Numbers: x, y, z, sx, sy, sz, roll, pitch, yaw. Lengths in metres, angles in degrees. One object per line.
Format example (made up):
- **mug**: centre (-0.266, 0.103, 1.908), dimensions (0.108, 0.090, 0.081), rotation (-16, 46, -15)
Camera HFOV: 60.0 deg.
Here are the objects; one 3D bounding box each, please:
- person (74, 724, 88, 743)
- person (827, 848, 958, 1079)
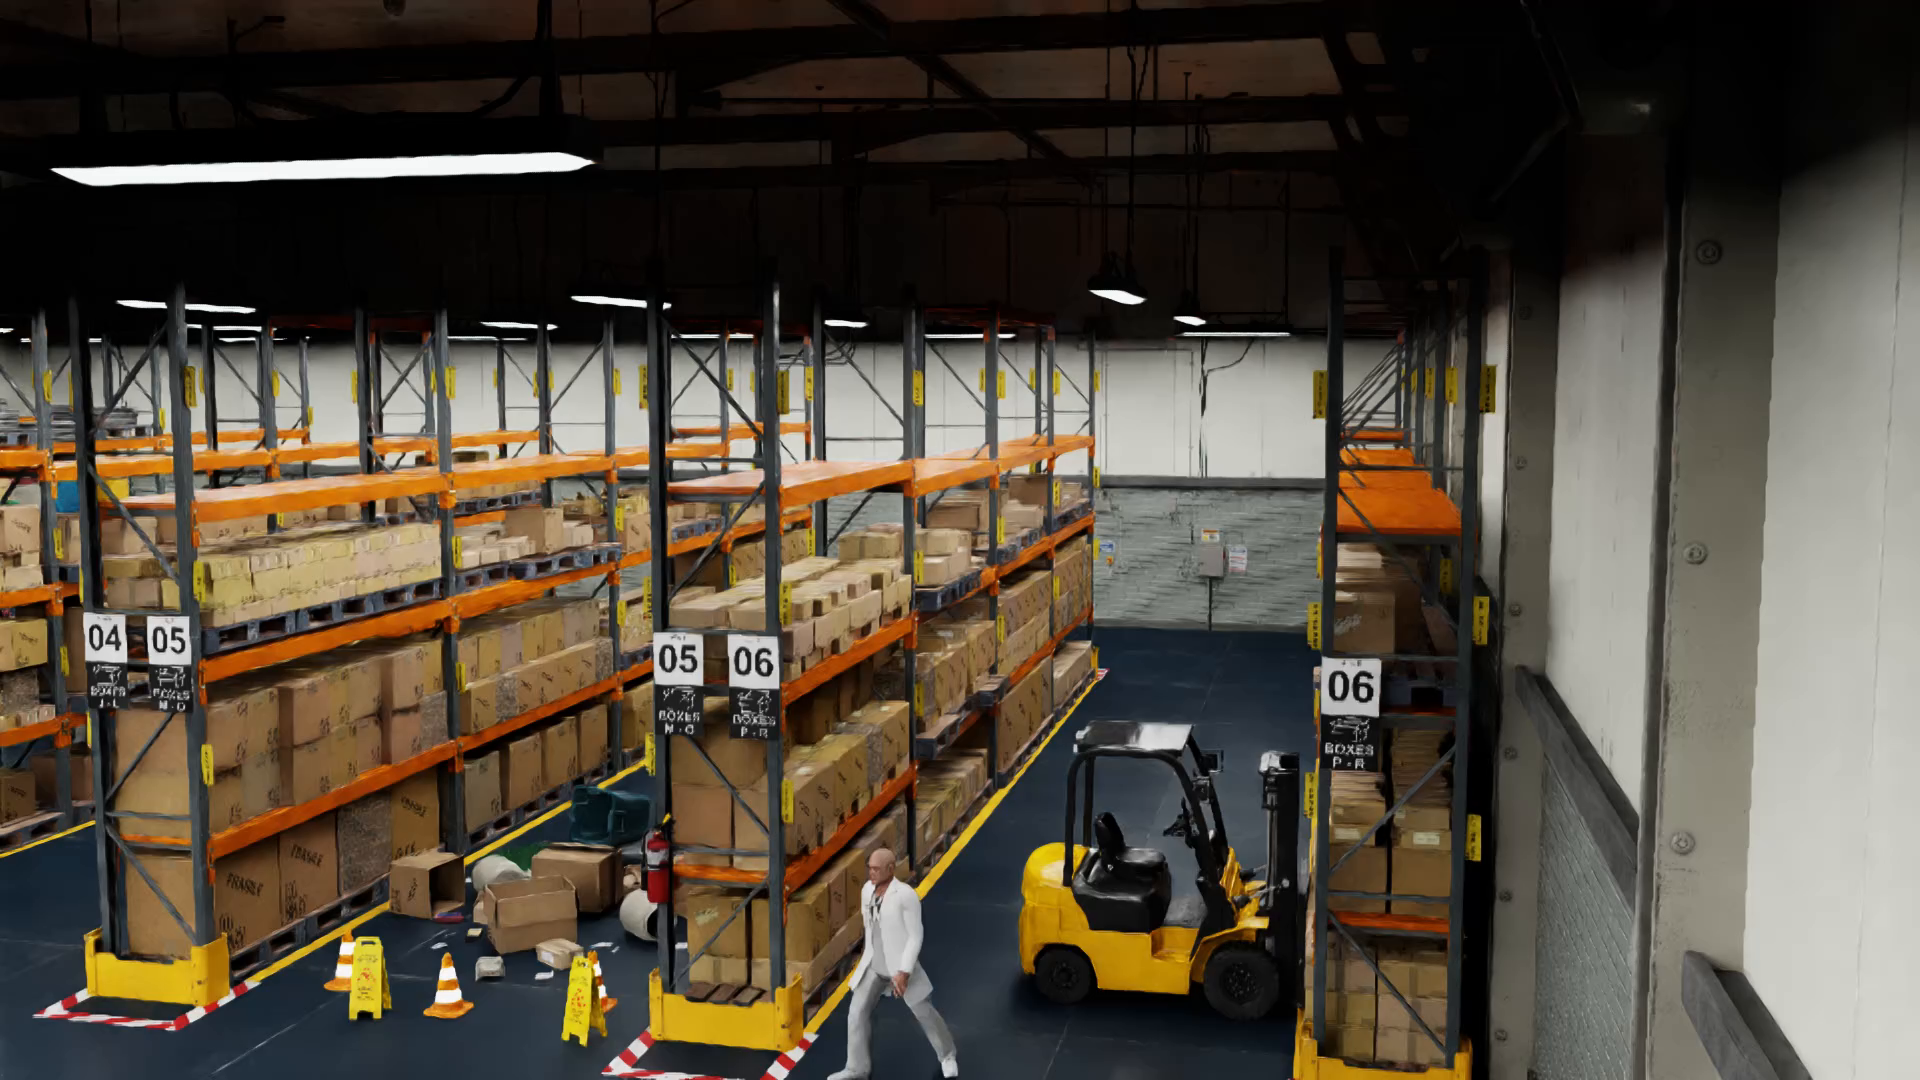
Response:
- **person**: centre (-11.711, 2.058, 22.386), dimensions (0.441, 1.675, 0.496), rotation (-2, 6, -17)
- **person**: centre (-0.443, 3.078, 12.053), dimensions (0.728, 1.727, 0.894), rotation (4, 7, 33)
